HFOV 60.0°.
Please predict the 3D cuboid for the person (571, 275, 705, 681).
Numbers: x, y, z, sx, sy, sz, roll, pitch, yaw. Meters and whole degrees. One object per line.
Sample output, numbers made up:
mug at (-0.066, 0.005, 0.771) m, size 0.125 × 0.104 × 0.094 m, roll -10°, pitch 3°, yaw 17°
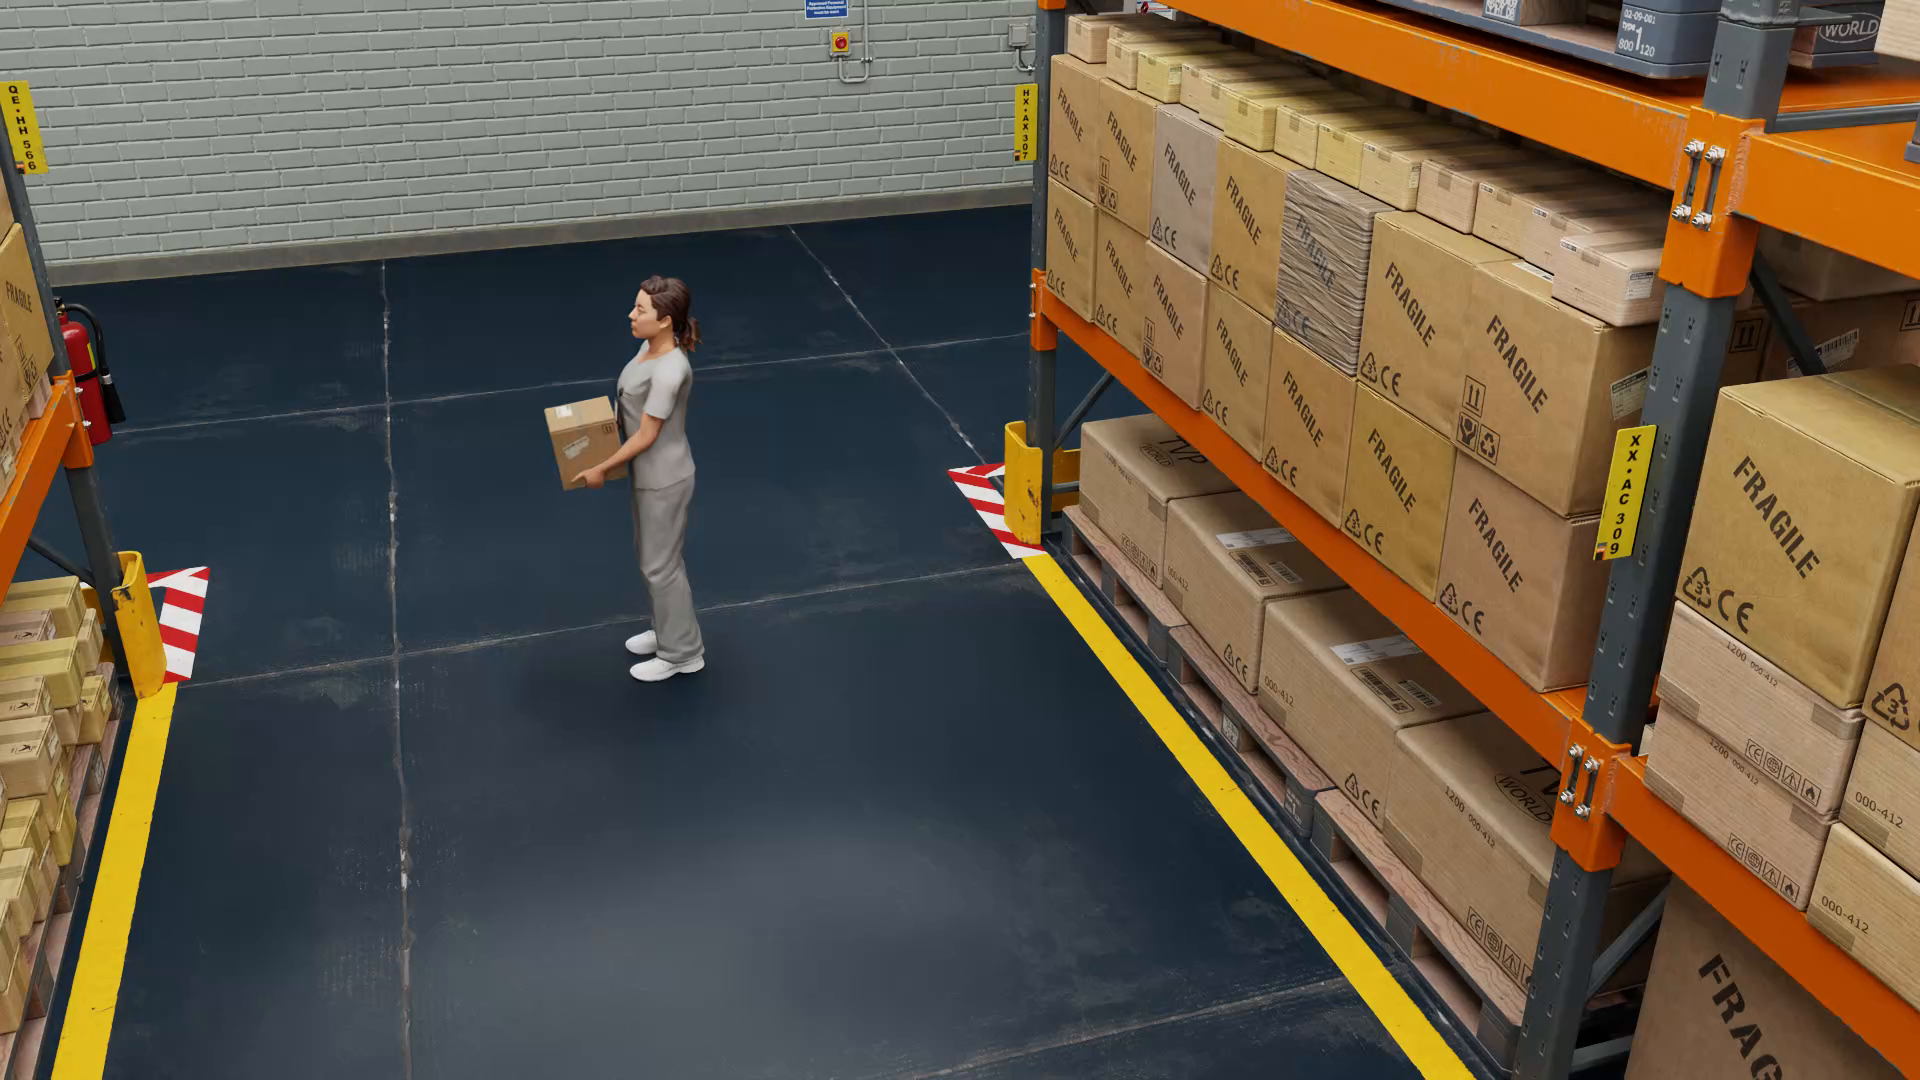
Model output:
person at (-1.260, -0.234, 6.600) m, size 0.561 × 1.662 × 0.437 m, roll -8°, pitch 28°, yaw -15°
